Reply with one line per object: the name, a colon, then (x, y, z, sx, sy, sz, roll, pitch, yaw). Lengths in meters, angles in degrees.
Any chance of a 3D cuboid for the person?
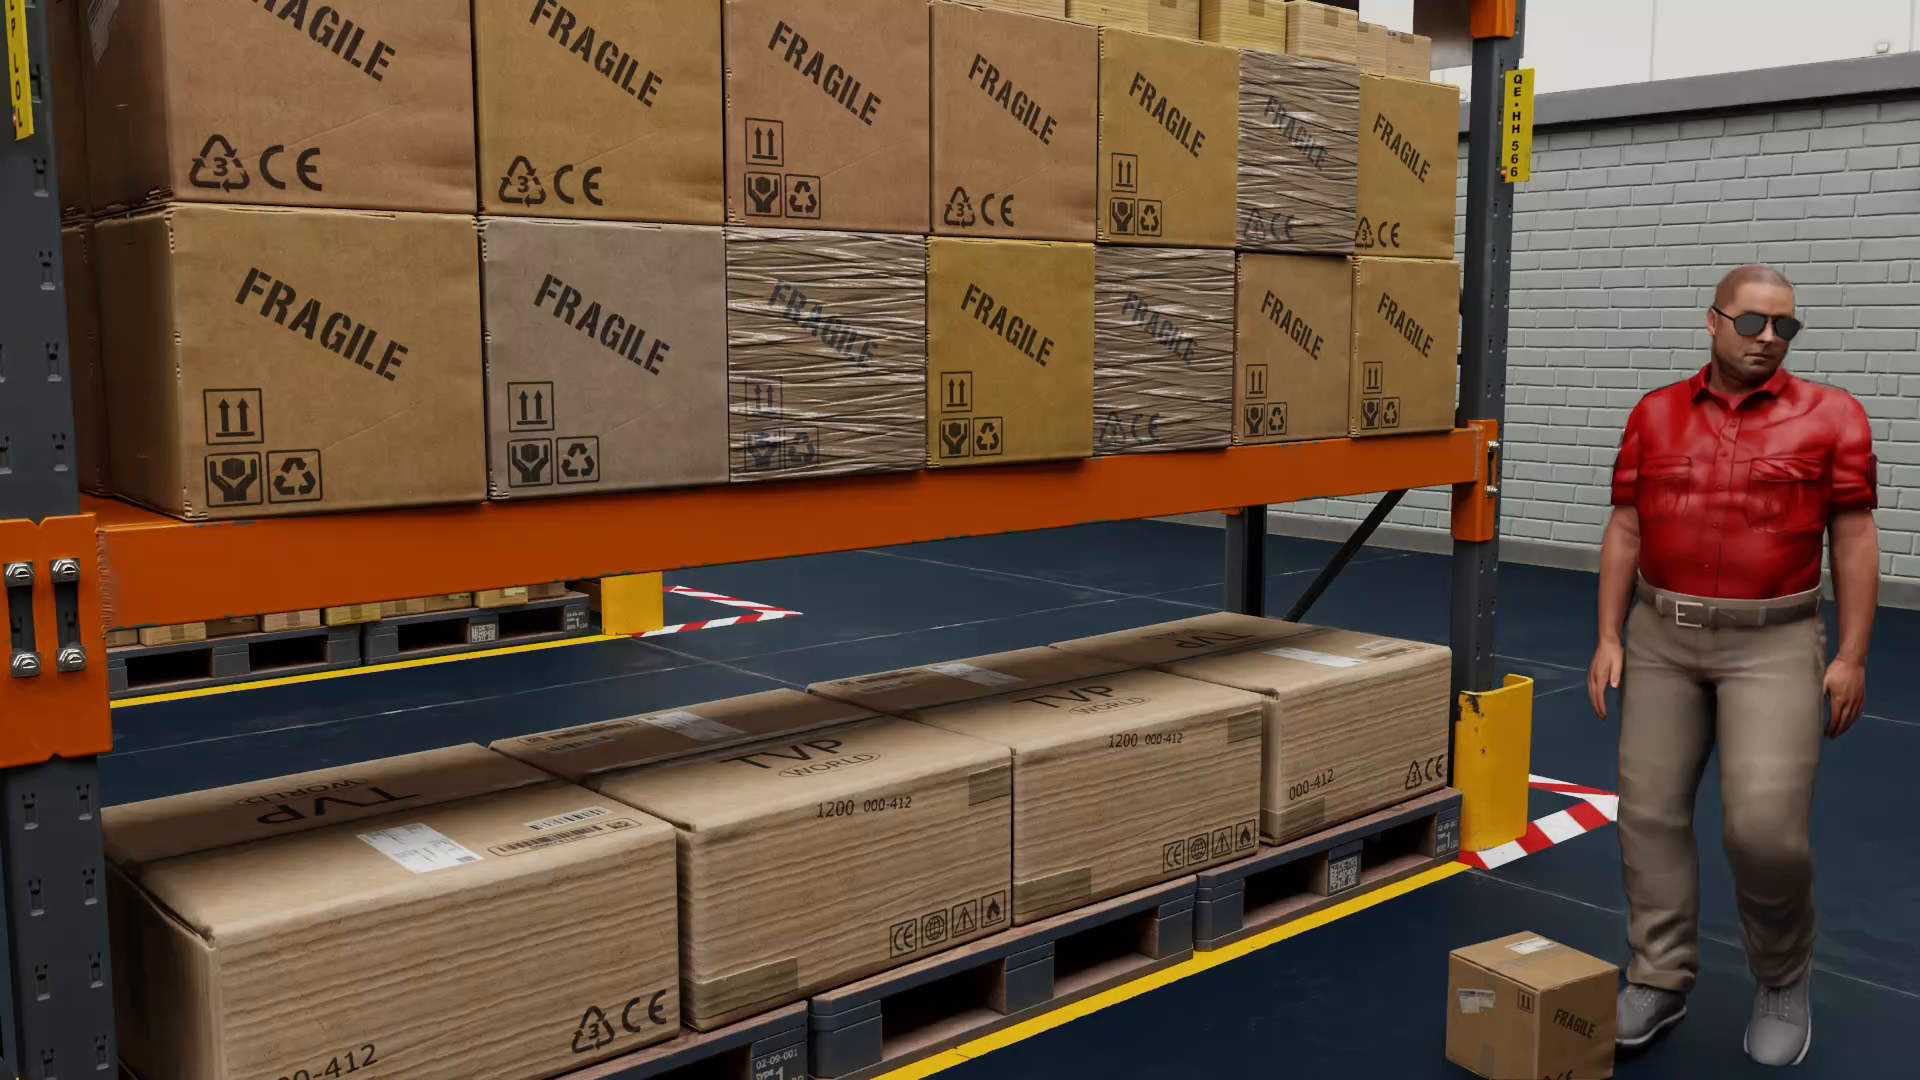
person: (1.658, 0.291, 3.665, 0.557, 1.779, 0.492, 7, 10, 44)
